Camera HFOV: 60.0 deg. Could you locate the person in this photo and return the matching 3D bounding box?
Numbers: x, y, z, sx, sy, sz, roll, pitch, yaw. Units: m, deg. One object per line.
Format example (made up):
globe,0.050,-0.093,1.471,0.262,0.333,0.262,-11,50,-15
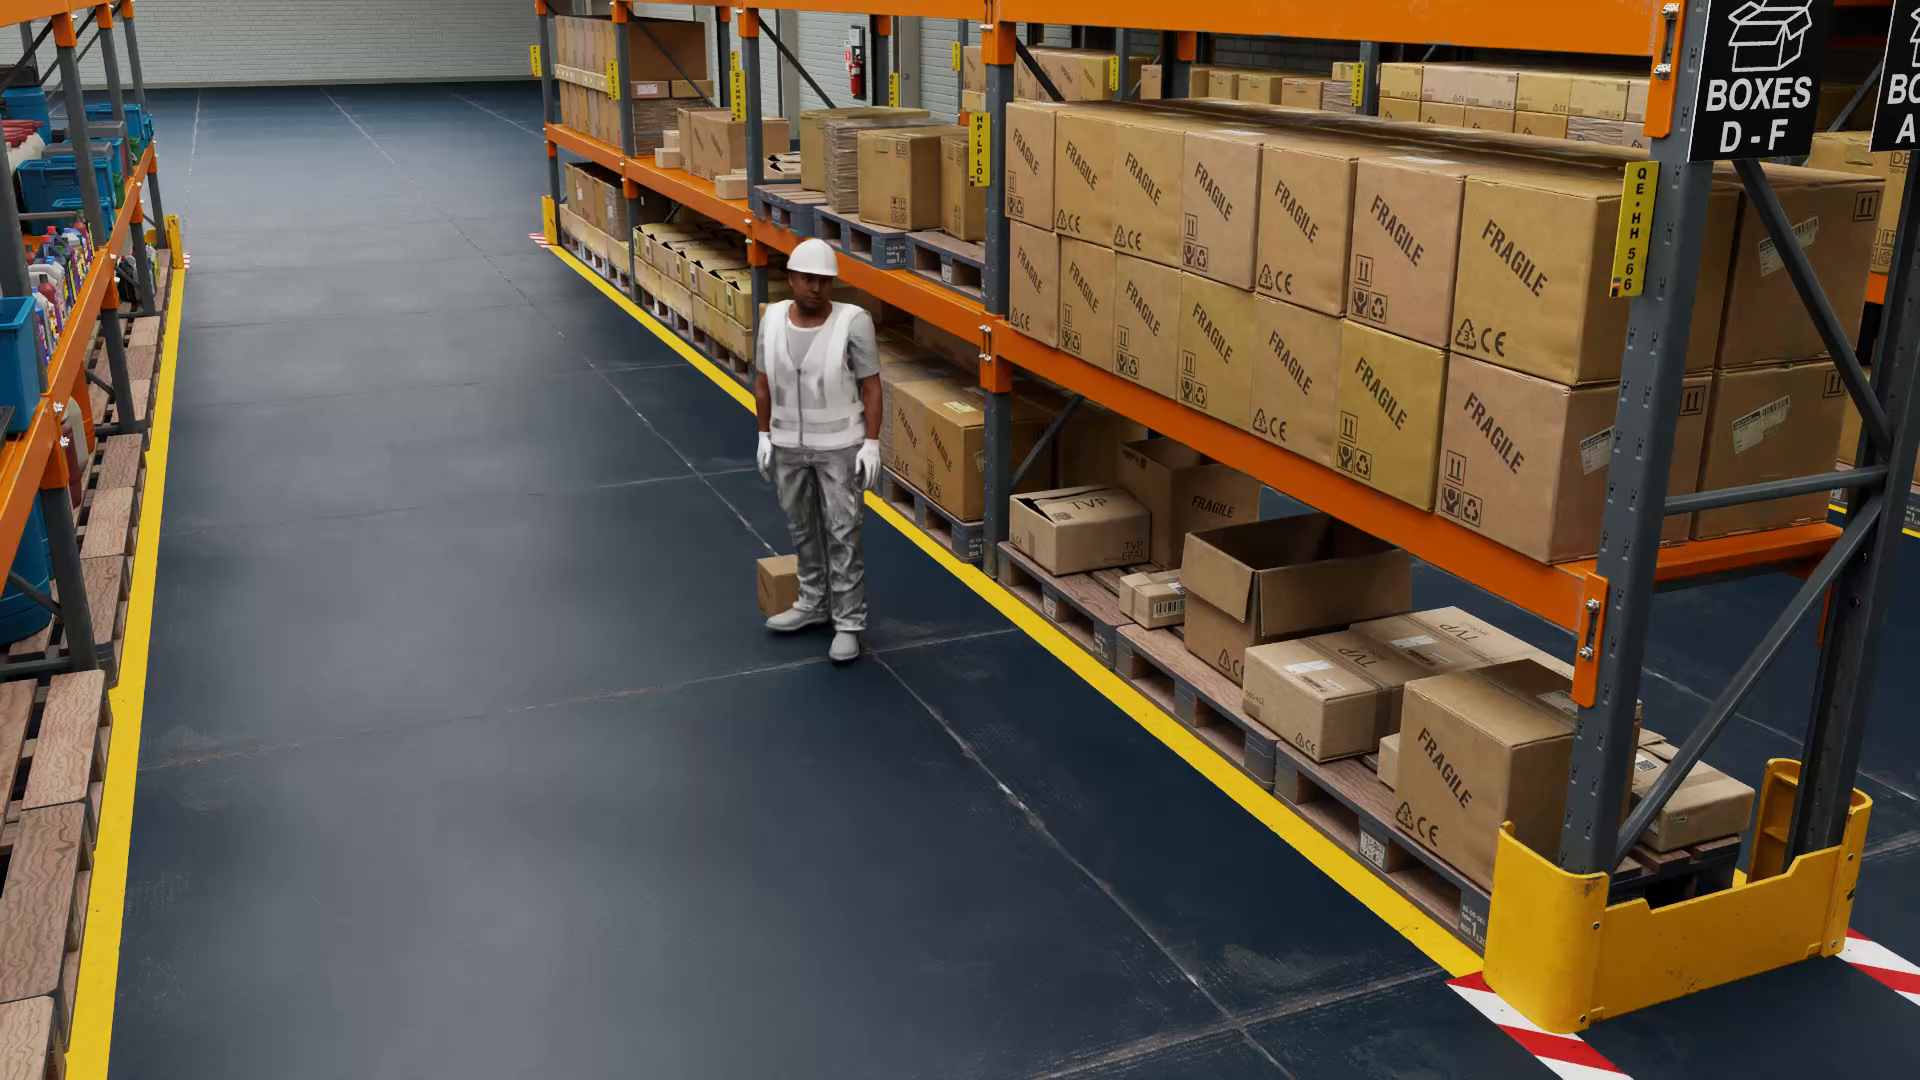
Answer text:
person,-0.616,-0.400,7.144,0.584,1.785,0.485,8,20,21
